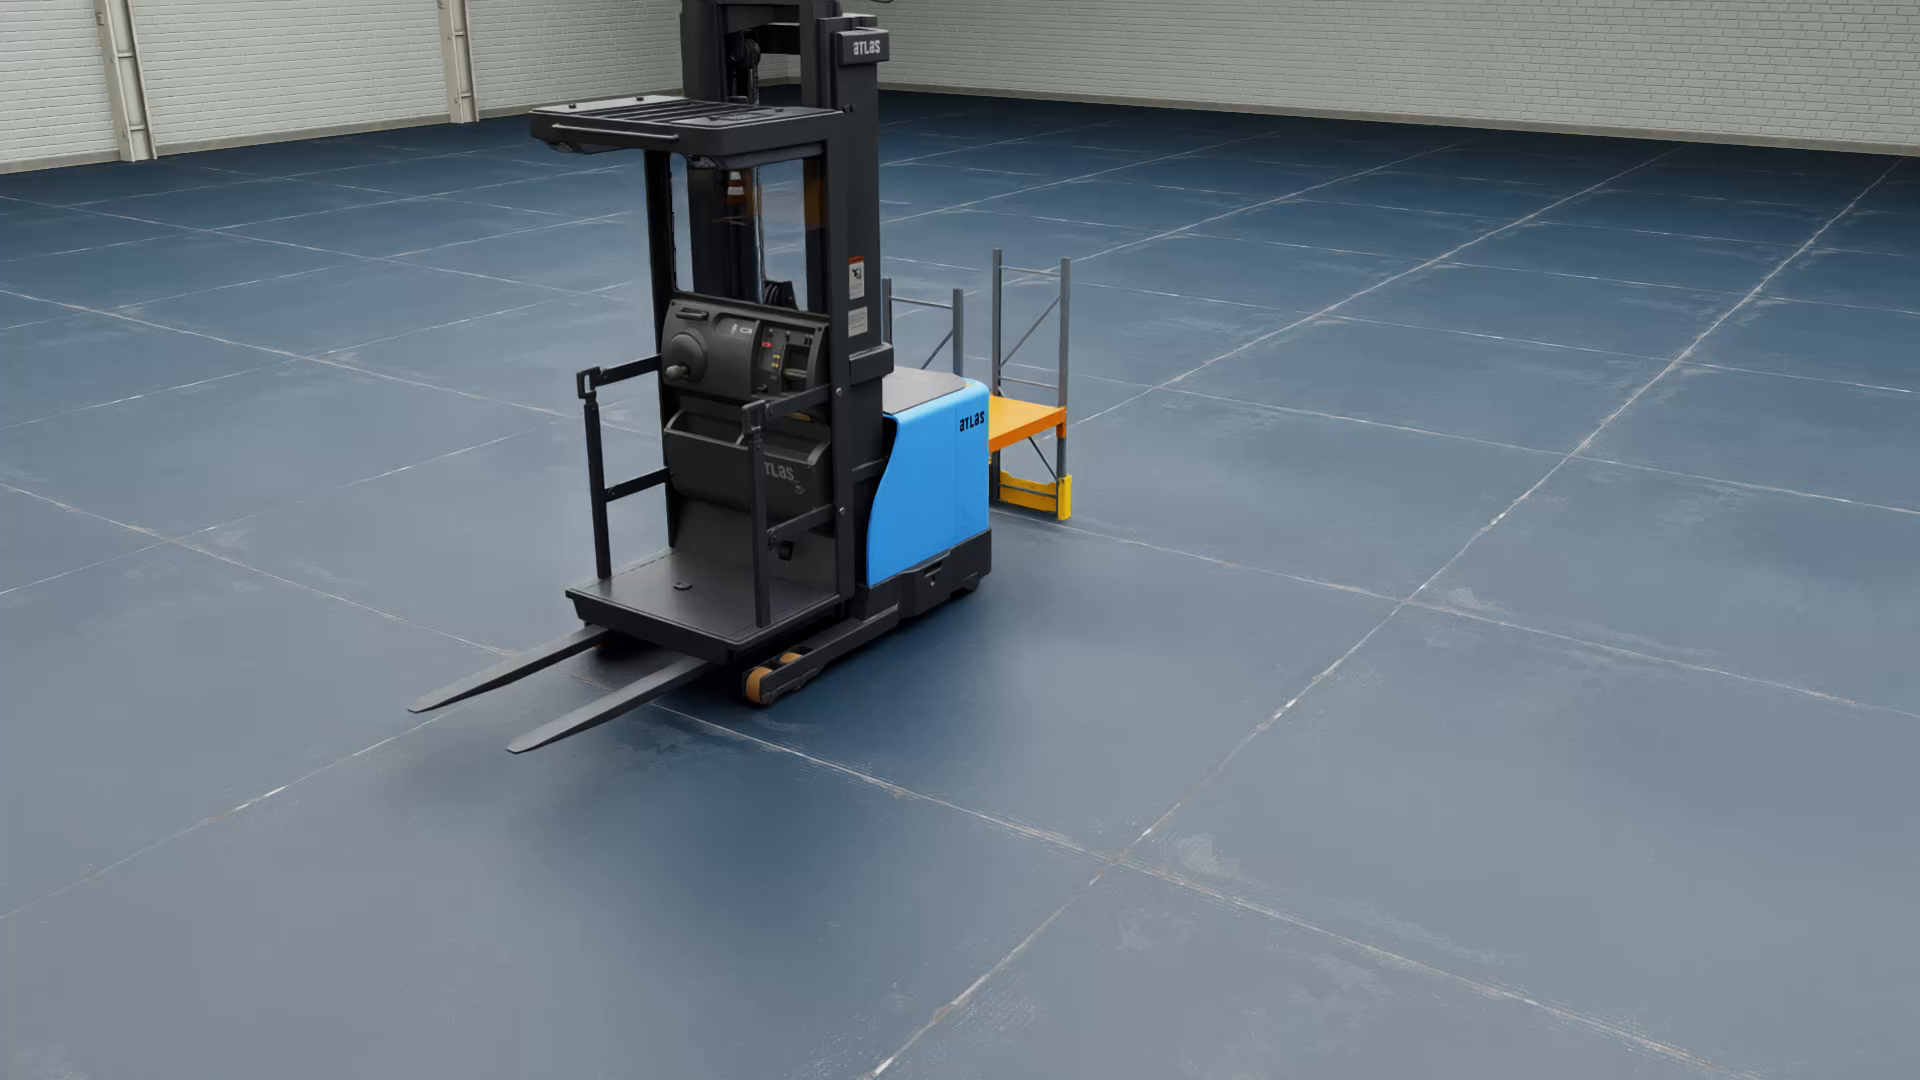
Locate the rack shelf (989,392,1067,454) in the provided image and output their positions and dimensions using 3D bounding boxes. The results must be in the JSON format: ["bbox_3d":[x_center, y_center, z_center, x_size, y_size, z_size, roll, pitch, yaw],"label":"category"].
[{"bbox_3d":[0.101,-0.582,9.195,0.538,0.185,1.000,14,24,33],"label":"rack shelf"}]

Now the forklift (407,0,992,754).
[{"bbox_3d":[-1.102,-0.839,7.308,1.130,2.935,3.031,14,24,33],"label":"forklift"}]

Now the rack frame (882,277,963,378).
[{"bbox_3d":[-0.195,-0.607,8.744,0.500,1.500,0.032,14,24,33],"label":"rack frame"}]

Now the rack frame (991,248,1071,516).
[{"bbox_3d":[0.396,-0.894,9.520,0.500,1.500,0.032,14,24,33],"label":"rack frame"}]

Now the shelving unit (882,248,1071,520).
[{"bbox_3d":[0.095,-0.748,9.125,0.587,1.500,1.083,14,24,33],"label":"shelving unit"}]

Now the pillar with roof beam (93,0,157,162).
[{"bbox_3d":[-8.442,-8.945,20.476,9.100,9.000,0.400,13,24,32],"label":"pillar with roof beam"}]

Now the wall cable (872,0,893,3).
[{"bbox_3d":[-2.507,-12.358,34.180,3.097,2.526,0.112,13,24,32],"label":"wall cable"}]

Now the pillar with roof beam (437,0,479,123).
[{"bbox_3d":[-5.070,-10.666,25.130,9.100,9.000,0.400,13,24,32],"label":"pillar with roof beam"}]

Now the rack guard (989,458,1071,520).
[{"bbox_3d":[0.385,-0.302,9.722,0.587,0.250,0.087,14,24,33],"label":"rack guard"}]
